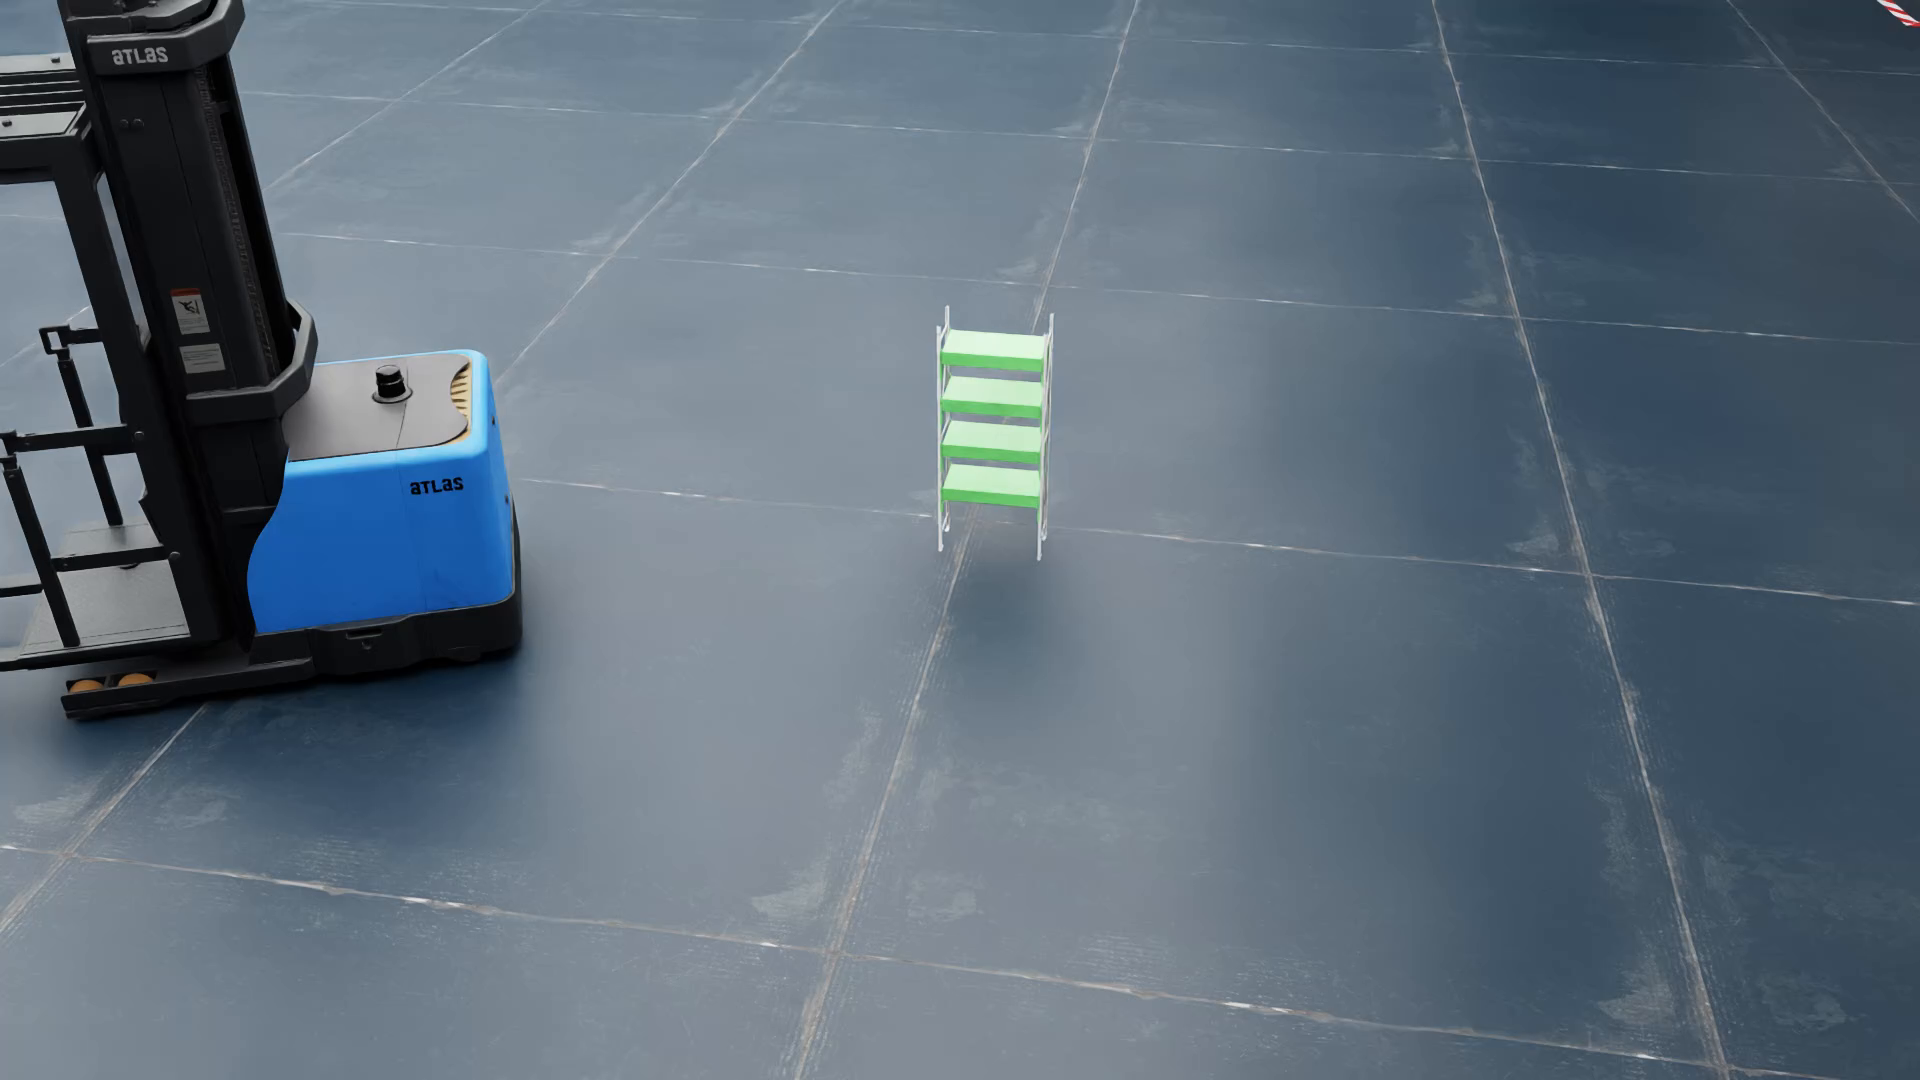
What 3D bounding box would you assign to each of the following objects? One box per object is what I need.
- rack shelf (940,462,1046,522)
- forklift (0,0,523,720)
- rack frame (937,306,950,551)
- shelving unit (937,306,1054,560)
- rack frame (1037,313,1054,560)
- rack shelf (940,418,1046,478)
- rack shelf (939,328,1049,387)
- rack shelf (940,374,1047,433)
[{"bbox_3d":[0.163,-0.236,8.069,0.480,0.148,0.258,5,32,8],"label":"rack shelf"},{"bbox_3d":[-3.529,-0.791,6.751,3.031,2.935,1.130,-7,33,-11],"label":"forklift"},{"bbox_3d":[-0.077,-0.516,7.943,0.015,1.200,0.240,5,32,8],"label":"rack frame"},{"bbox_3d":[0.163,-0.494,7.908,0.503,1.200,0.258,5,32,8],"label":"shelving unit"},{"bbox_3d":[0.404,-0.472,7.873,0.015,1.200,0.240,5,32,8],"label":"rack frame"},{"bbox_3d":[0.163,-0.440,7.942,0.480,0.148,0.258,5,32,8],"label":"rack shelf"},{"bbox_3d":[0.163,-0.847,7.687,0.480,0.148,0.258,5,32,8],"label":"rack shelf"},{"bbox_3d":[0.163,-0.643,7.815,0.480,0.148,0.258,5,32,8],"label":"rack shelf"}]
